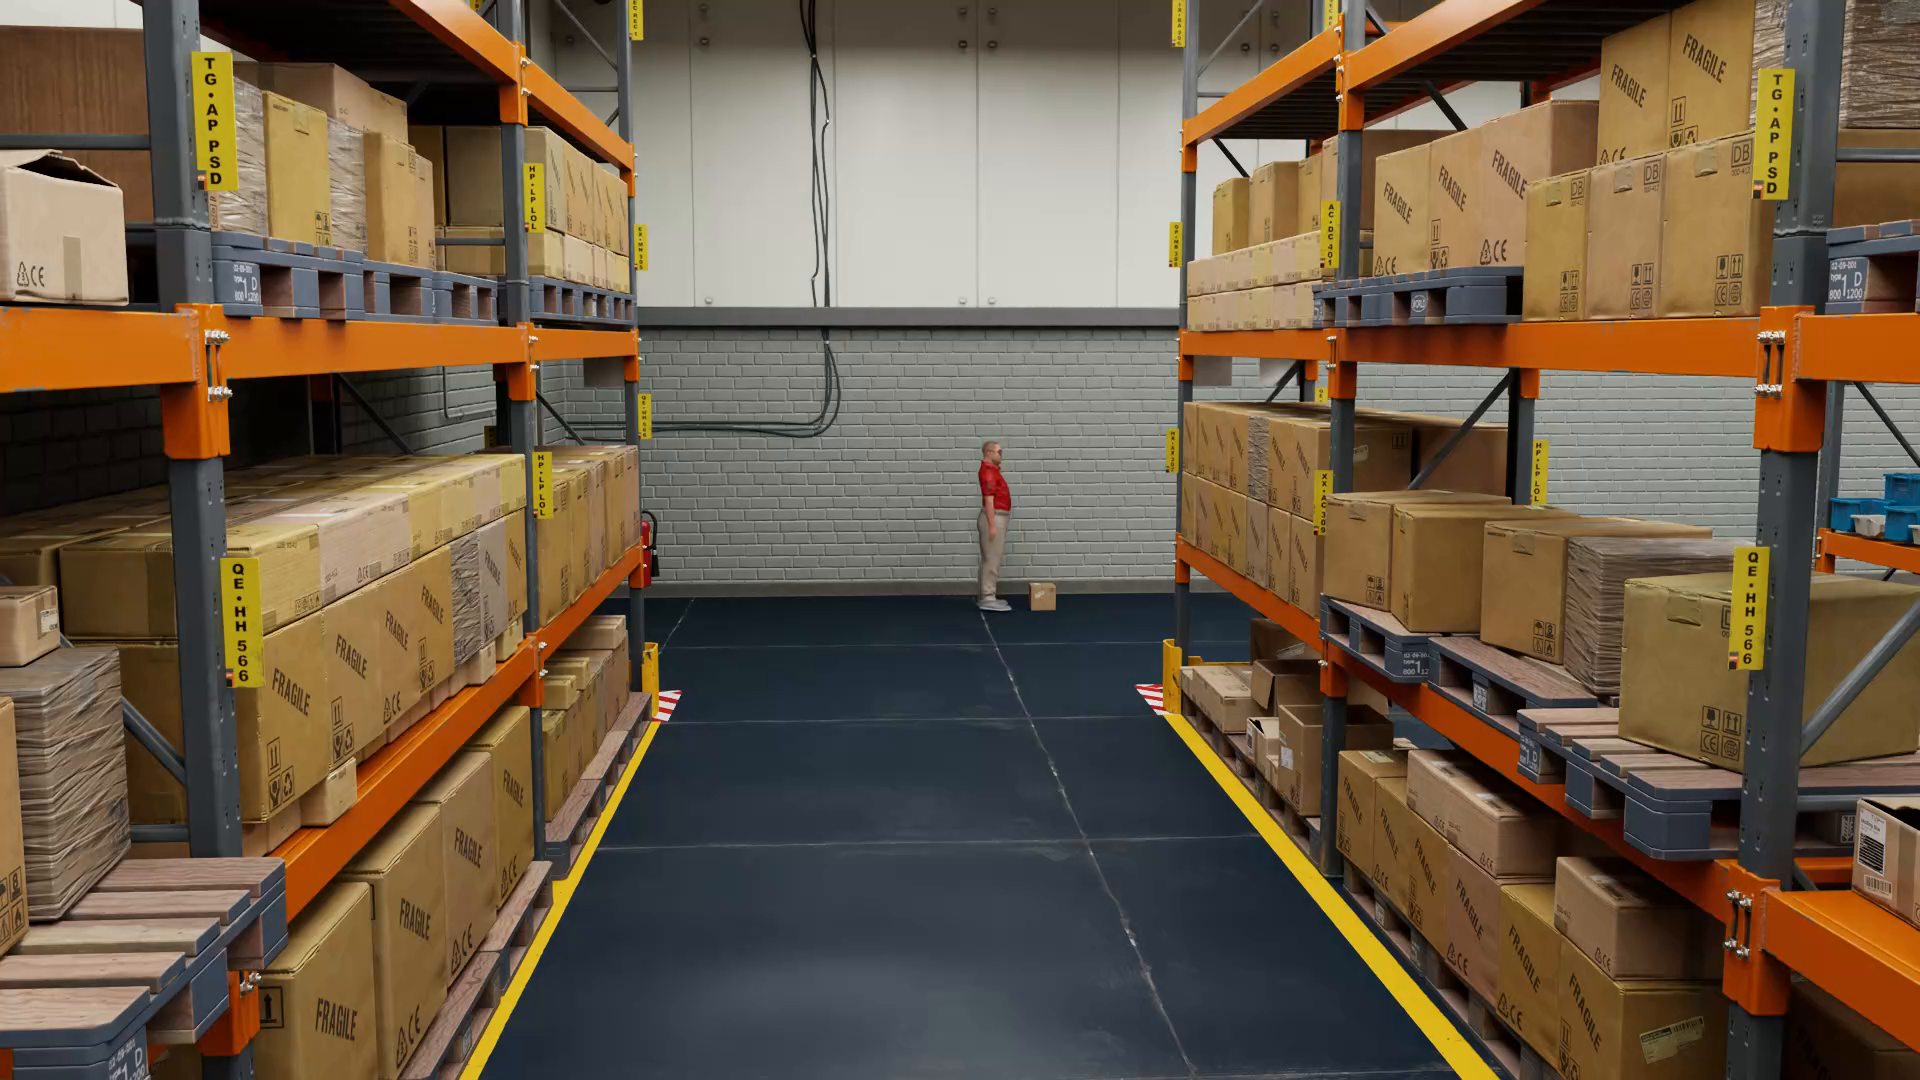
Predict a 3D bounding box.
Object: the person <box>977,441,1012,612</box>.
[{"bbox_3d":[0.356,-0.150,17.042,0.361,1.732,0.533,0,7,-2],"label":"person"}]
